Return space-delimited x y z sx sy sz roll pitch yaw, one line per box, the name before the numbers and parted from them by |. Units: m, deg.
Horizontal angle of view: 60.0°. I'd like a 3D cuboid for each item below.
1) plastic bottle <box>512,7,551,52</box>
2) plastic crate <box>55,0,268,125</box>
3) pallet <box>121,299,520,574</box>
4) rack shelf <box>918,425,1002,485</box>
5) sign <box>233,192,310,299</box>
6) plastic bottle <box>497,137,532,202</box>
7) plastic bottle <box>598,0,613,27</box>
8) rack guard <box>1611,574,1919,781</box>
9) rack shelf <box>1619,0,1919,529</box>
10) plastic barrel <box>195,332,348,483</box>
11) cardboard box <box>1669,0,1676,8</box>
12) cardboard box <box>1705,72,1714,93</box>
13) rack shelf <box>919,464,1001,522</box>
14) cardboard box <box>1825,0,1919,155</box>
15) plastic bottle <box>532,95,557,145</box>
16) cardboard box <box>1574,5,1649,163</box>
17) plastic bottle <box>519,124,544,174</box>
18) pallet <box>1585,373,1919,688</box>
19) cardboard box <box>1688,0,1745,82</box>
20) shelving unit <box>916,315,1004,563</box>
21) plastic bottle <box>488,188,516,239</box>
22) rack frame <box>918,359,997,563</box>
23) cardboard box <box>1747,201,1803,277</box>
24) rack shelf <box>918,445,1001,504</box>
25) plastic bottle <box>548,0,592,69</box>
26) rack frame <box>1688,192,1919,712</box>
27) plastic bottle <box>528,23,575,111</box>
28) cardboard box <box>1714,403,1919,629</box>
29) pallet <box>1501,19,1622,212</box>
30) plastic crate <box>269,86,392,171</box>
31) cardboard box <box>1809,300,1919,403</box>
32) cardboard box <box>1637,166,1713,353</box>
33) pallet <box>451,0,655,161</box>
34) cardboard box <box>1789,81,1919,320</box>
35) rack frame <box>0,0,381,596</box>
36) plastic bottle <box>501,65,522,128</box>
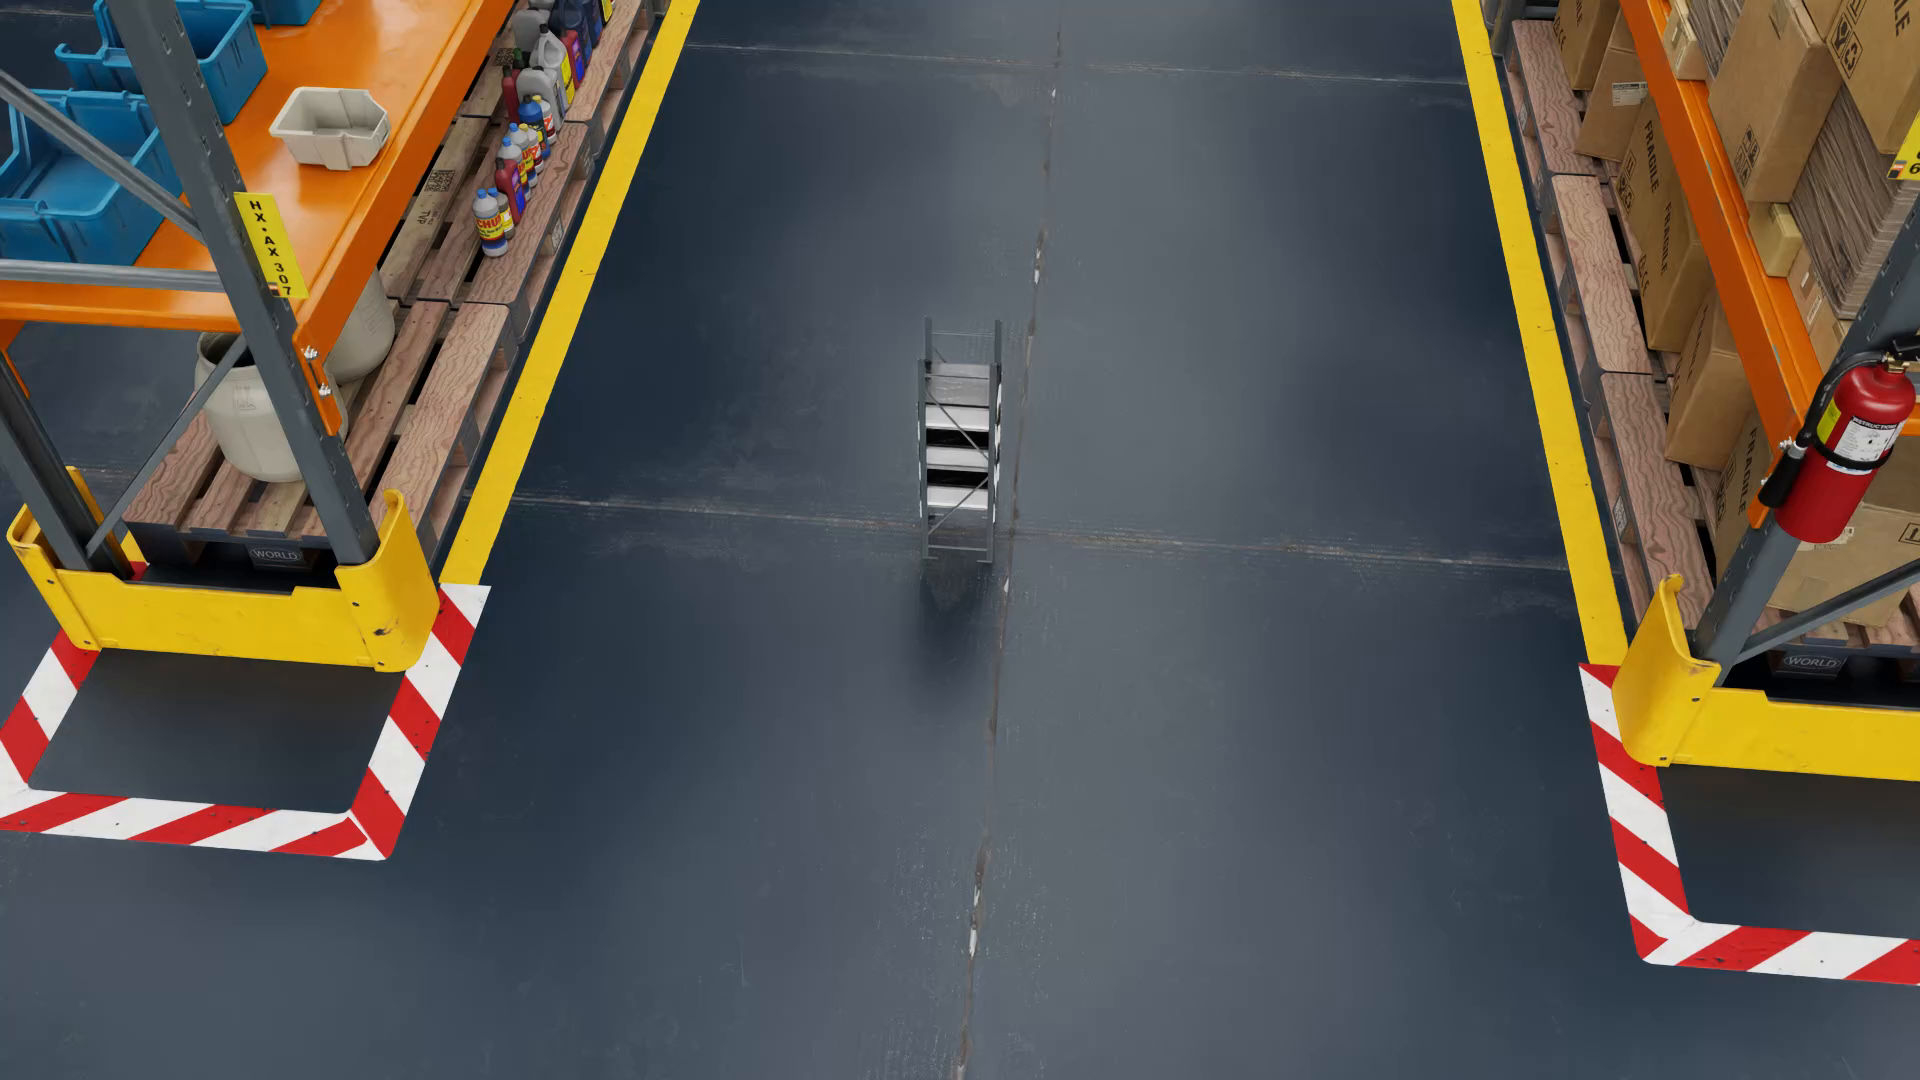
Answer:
plastic bottle | -1.862 -2.215 7.291 0.152 0.276 0.135 4 48 4
plastic crate | -2.475 -1.503 5.193 0.499 0.251 0.408 4 48 4
pallet | -2.248 -0.403 5.976 1.003 0.211 1.213 4 48 4
rack shelf | 0.001 -0.287 5.448 0.258 0.077 0.200 4 48 4
sign | -1.740 -0.742 4.208 0.100 0.325 0.005 4 48 4
plastic bottle | -1.780 -1.480 6.621 0.097 0.271 0.097 0 48 0
plastic bottle | -1.638 -2.484 7.532 0.061 0.283 0.133 6 48 5
rack guard | 2.652 0.432 5.016 1.175 0.500 0.348 4 48 4
rack shelf | 2.827 -1.583 5.652 1.077 0.370 4.000 4 48 4
plastic barrel | -2.303 -0.480 5.557 0.421 0.512 0.421 0 48 0
cardboard box | 2.590 -1.783 5.518 0.380 0.149 0.250 4 48 4
cardboard box | 2.563 -1.414 5.181 0.380 0.149 0.250 4 48 4
rack shelf | 0.001 -0.166 5.581 0.258 0.077 0.200 4 48 4
cardboard box | 2.449 -1.248 3.912 0.500 0.500 0.500 4 48 4
plastic bottle | -1.744 -1.754 6.919 0.097 0.201 0.097 0 48 0
cardboard box | 2.889 -1.881 6.847 0.500 0.500 0.500 18 50 16
plastic bottle | -1.762 -1.602 6.781 0.097 0.201 0.097 0 48 0
pallet | 2.761 -0.065 5.667 1.003 0.211 1.213 4 48 4
cardboard box | 2.737 -1.632 4.941 0.875 0.500 0.500 4 48 4
shelving unit | 0.001 -0.310 5.423 0.258 0.900 0.210 4 48 4
plastic bottle | -1.802 -1.280 6.487 0.097 0.201 0.097 0 48 0
rack frame | -0.009 -0.235 5.355 0.240 0.900 0.006 4 48 4
cardboard box | 2.460 -0.865 4.679 0.380 0.149 0.250 4 48 4
rack shelf | 0.001 -0.226 5.514 0.258 0.077 0.200 4 48 4
plastic bottle | -1.712 -2.249 7.271 0.144 0.351 0.185 2 48 2
rack frame | 2.645 -0.356 4.043 1.000 3.000 0.127 4 48 4
plastic bottle | -1.741 -2.012 7.054 0.144 0.351 0.185 4 48 3
cardboard box | 2.719 -0.112 5.229 0.500 0.500 0.500 12 49 11
pallet | 2.984 -1.858 7.306 1.003 0.211 1.213 4 48 4
plastic crate | -1.885 -1.236 5.026 0.298 0.136 0.250 4 48 4
cardboard box | 2.465 -0.494 4.340 0.380 0.149 0.250 4 48 4
cardboard box | 2.815 -1.012 6.052 0.500 0.500 0.500 8 48 7
pallet | -2.025 -2.196 7.616 1.003 0.211 1.213 4 48 4
cardboard box | 2.723 -0.892 4.264 0.875 0.500 0.500 4 48 4
rack frame | -2.287 -0.689 4.347 1.000 3.000 0.127 4 48 4
plastic bottle | -1.866 -1.877 6.976 0.061 0.283 0.133 4 48 4
